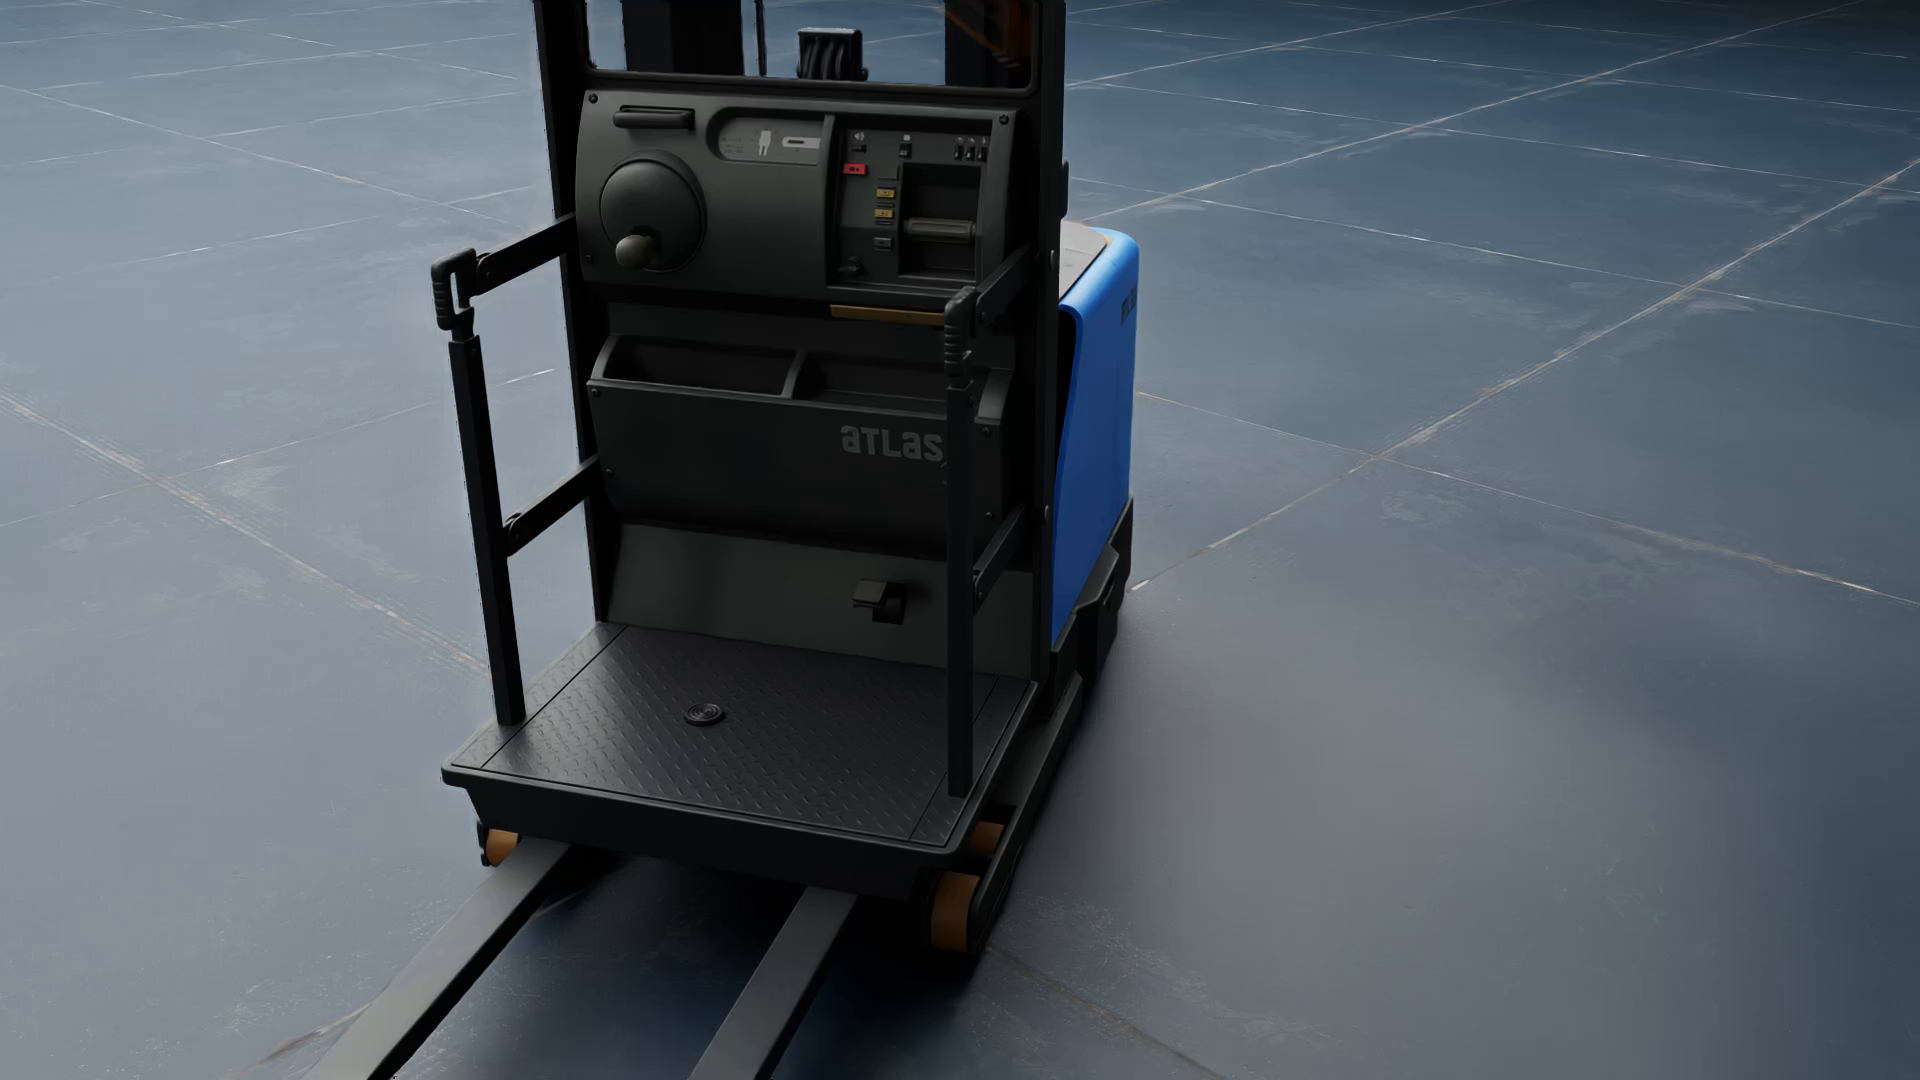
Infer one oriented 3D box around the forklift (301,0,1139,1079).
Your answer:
[{"bbox_3d":[-0.402,-0.677,3.177,1.130,2.935,3.031,7,25,15],"label":"forklift"}]
